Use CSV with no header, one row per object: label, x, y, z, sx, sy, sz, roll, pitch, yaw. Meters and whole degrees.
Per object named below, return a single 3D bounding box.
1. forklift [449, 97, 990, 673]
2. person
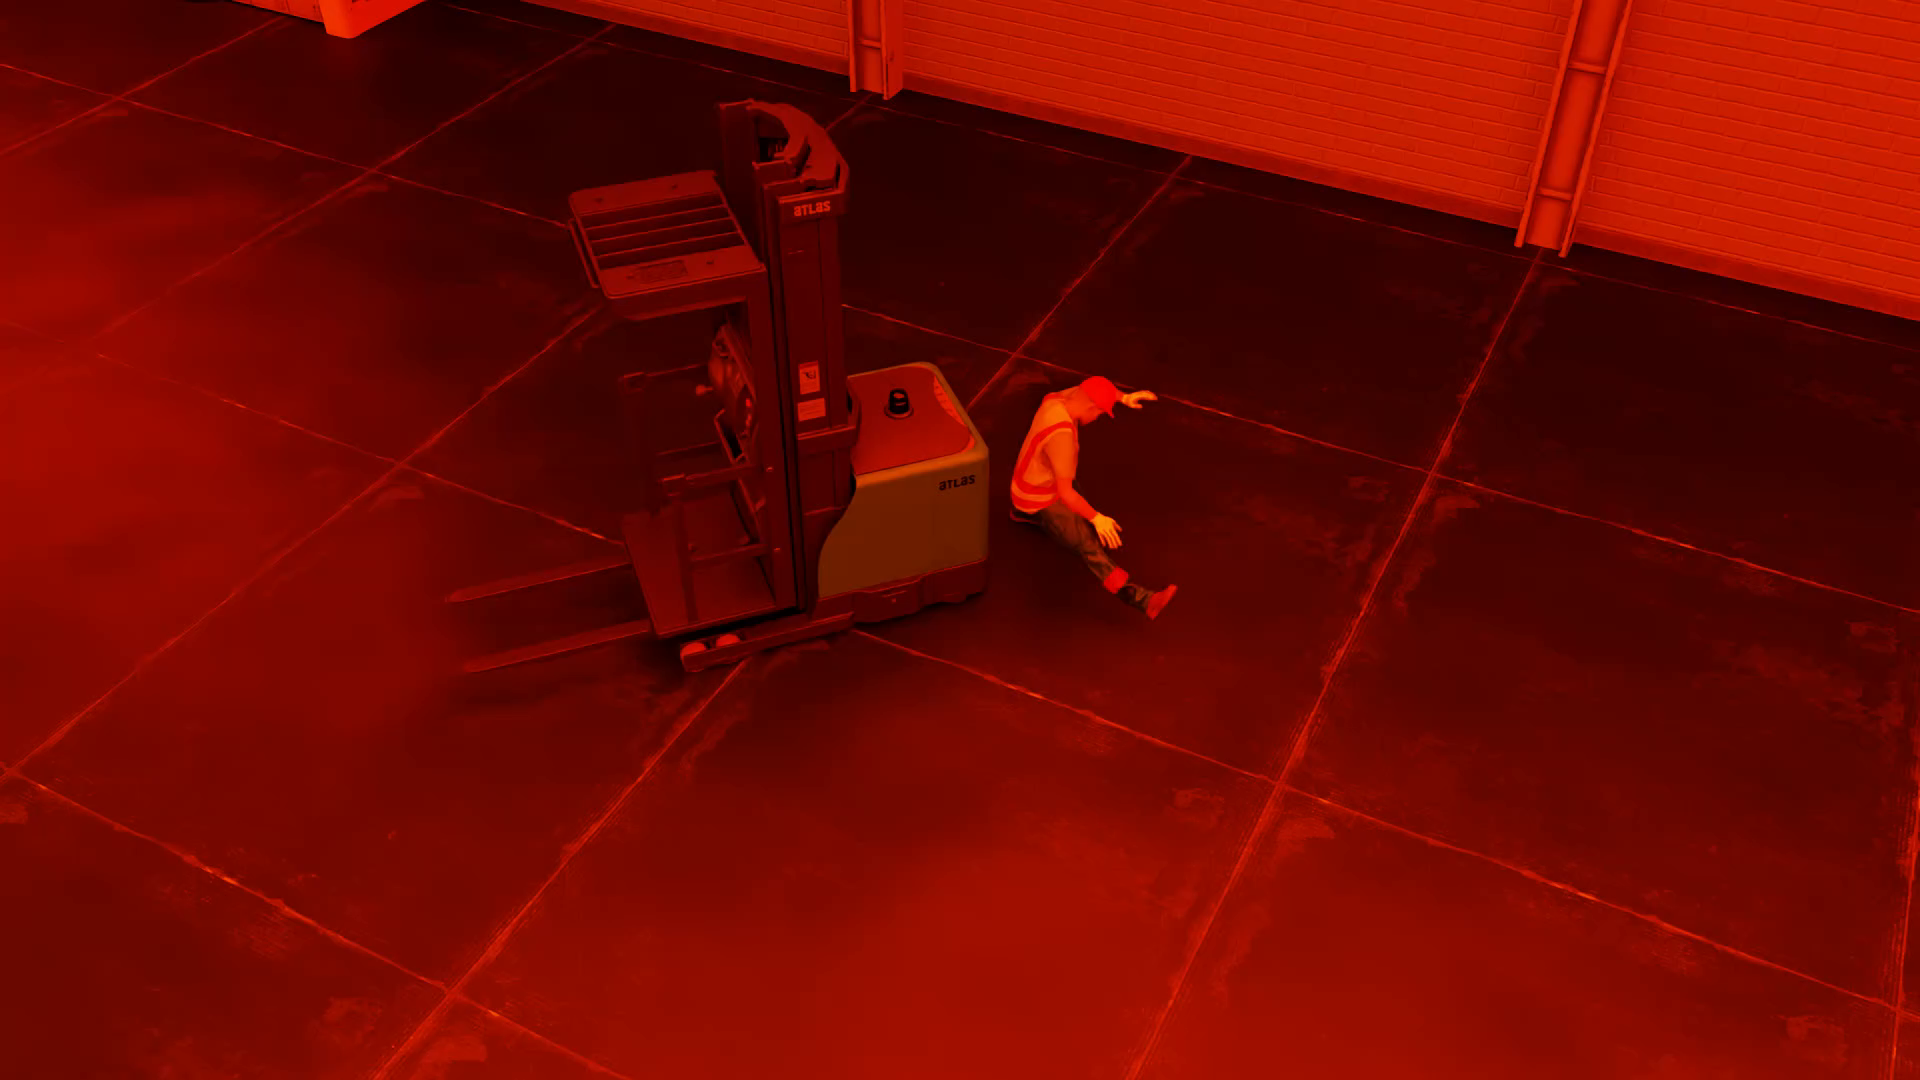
forklift,-1.395,-0.763,8.893,3.031,2.935,1.130,-13,42,-15
person,0.768,-0.309,9.571,1.130,1.389,1.059,8,41,10
